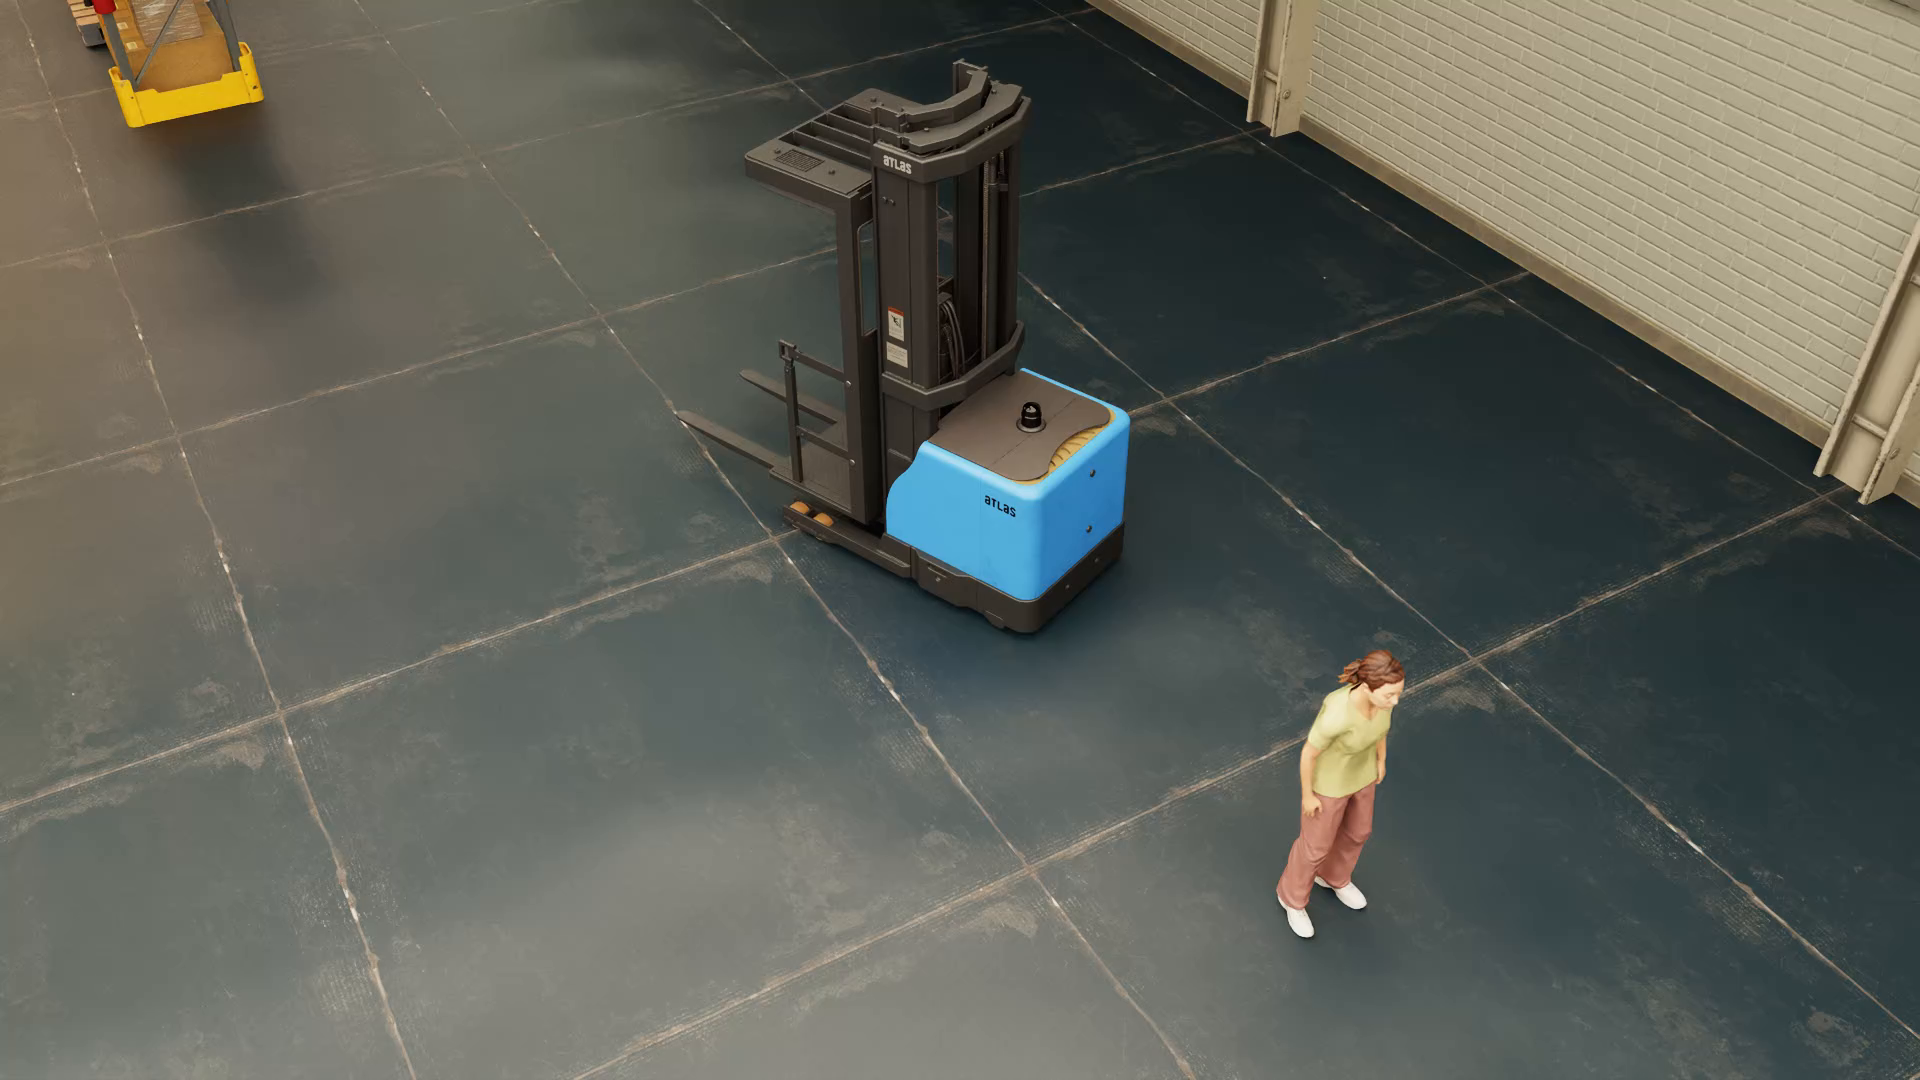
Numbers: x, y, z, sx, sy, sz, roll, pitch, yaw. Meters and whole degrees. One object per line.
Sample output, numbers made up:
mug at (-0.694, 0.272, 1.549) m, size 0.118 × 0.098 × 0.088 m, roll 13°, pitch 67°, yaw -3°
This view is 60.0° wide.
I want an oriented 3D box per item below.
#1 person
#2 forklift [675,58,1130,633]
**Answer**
person at (1.776, 1.119, 7.674) m, size 0.501 × 1.673 × 0.352 m, roll -21°, pitch 44°, yaw -24°
forklift at (-0.481, -1.366, 9.683) m, size 3.031 × 2.935 × 1.130 m, roll 26°, pitch 46°, yaw 28°
